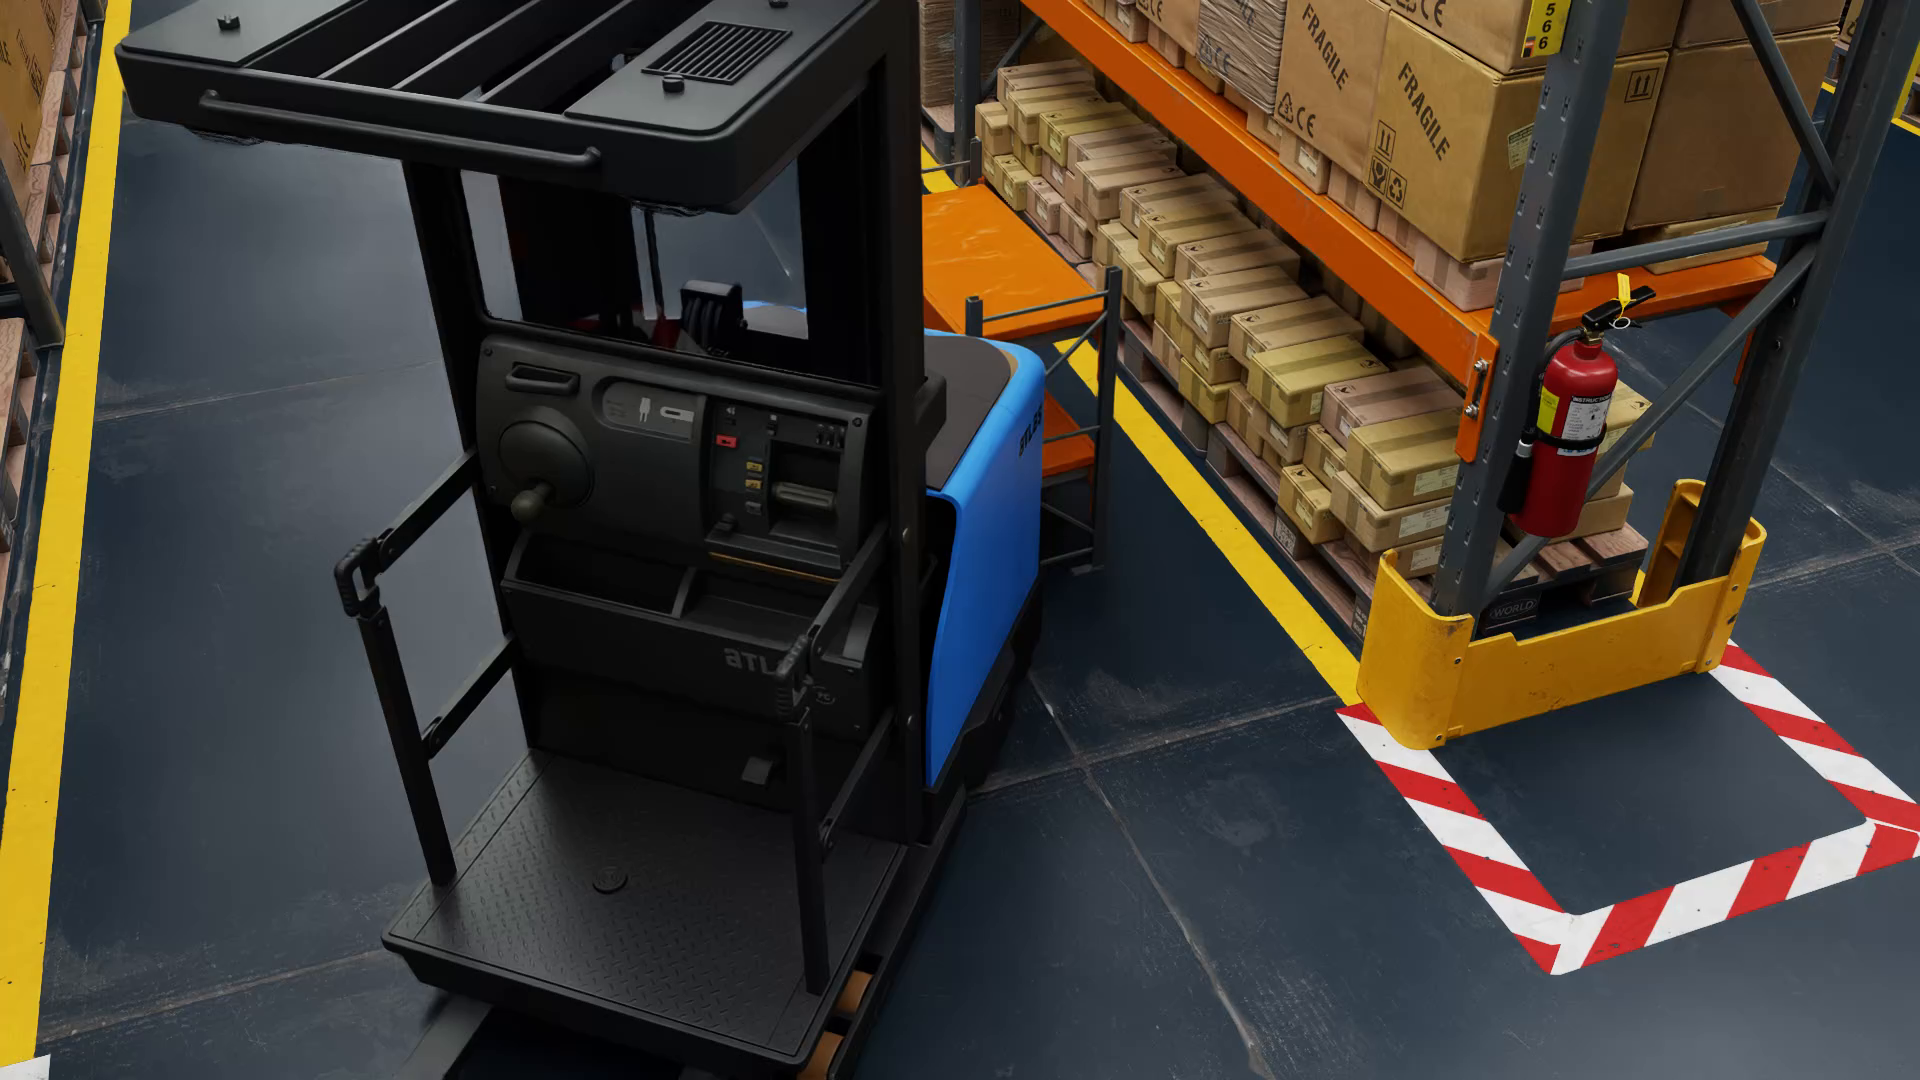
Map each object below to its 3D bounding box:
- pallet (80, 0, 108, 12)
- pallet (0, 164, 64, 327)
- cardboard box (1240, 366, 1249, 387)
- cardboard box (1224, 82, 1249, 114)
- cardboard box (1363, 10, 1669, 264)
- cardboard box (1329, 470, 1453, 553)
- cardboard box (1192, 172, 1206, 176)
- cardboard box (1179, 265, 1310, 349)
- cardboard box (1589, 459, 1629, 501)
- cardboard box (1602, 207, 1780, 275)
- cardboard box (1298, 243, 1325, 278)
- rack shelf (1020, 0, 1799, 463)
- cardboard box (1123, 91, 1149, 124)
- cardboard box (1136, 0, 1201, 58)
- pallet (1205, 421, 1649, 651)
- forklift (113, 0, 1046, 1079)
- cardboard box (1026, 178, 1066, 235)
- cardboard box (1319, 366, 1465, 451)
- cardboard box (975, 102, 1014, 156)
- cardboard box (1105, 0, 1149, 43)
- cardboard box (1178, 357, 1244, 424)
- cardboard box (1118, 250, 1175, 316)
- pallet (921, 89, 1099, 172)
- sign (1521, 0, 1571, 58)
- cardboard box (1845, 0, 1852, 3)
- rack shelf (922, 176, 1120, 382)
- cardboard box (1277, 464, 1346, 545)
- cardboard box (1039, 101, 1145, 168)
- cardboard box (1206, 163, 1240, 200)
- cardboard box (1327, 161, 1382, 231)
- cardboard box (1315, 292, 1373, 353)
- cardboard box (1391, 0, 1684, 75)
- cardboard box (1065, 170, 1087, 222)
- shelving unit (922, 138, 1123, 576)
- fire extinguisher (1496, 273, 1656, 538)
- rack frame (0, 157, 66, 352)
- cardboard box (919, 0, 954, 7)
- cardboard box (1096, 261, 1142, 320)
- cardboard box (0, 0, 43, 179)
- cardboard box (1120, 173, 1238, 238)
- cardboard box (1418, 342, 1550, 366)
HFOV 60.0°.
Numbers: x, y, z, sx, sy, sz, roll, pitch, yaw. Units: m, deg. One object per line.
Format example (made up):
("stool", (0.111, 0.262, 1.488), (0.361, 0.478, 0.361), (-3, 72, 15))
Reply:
("pallet", (-5.795, -3.504, 10.227), (1.003, 0.211, 1.213), (-12, 39, -16))
("pallet", (-4.488, -1.223, 7.198), (1.003, 0.211, 1.213), (-12, 39, -16))
("cardboard box", (1.212, -0.592, 5.816), (0.380, 0.149, 0.250), (-13, 39, -16))
("cardboard box", (1.100, -1.510, 5.471), (0.380, 0.149, 0.250), (-14, 39, -18))
("cardboard box", (1.442, -1.098, 4.385), (0.500, 0.500, 0.500), (-12, 39, -15))
("cardboard box", (1.389, -0.126, 5.197), (0.380, 0.149, 0.250), (-13, 39, -17))
("cardboard box", (1.182, -1.434, 6.934), (0.380, 0.149, 0.250), (-12, 38, -15))
("cardboard box", (1.003, -0.826, 5.879), (0.380, 0.149, 0.250), (-11, 38, -14))
("cardboard box", (1.899, -0.236, 5.343), (0.380, 0.149, 0.250), (-11, 38, -14))
("cardboard box", (2.034, -0.889, 4.647), (0.380, 0.149, 0.250), (-13, 39, -16))
("cardboard box", (1.505, -1.111, 6.258), (0.380, 0.149, 0.250), (-12, 39, -15))
("rack shelf", (1.150, -1.581, 5.954), (1.077, 0.370, 4.000), (-12, 39, -16))
("cardboard box", (0.954, -1.982, 7.414), (0.380, 0.149, 0.250), (-12, 39, -15))
("cardboard box", (0.924, -1.959, 5.527), (0.500, 0.500, 0.500), (-11, 38, -14))
("pallet", (1.566, -0.134, 5.753), (1.003, 0.211, 1.213), (-12, 39, -16))
("forklift", (-0.705, -0.113, 3.464), (1.130, 2.935, 3.031), (12, 39, 15))
("cardboard box", (0.511, -1.475, 7.236), (0.380, 0.149, 0.250), (-13, 39, -16))
("cardboard box", (1.385, -0.406, 5.322), (0.380, 0.149, 0.250), (-12, 39, -15))
("cardboard box", (0.286, -1.875, 7.520), (0.380, 0.149, 0.250), (-11, 38, -14))
("cardboard box", (0.751, -1.937, 6.037), (0.380, 0.149, 0.250), (-11, 38, -14))
("cardboard box", (1.024, -0.581, 6.049), (0.380, 0.149, 0.250), (-14, 39, -18))
("cardboard box", (0.826, -1.007, 6.367), (0.380, 0.149, 0.250), (-12, 39, -15))
("pallet", (0.192, -2.324, 8.660), (1.003, 0.211, 1.213), (-12, 39, -16))
("sign", (1.310, -1.224, 3.657), (0.100, 0.325, 0.005), (-12, 39, -16))
("cardboard box", (4.914, -3.645, 9.513), (1.225, 0.875, 0.875), (-12, 39, -16))
("rack shelf", (0.046, -0.818, 5.415), (0.538, 0.278, 1.000), (-15, 39, -19))
("cardboard box", (1.278, -0.146, 5.472), (0.380, 0.149, 0.250), (-11, 38, -15))
("cardboard box", (0.558, -1.727, 7.076), (0.380, 0.149, 0.250), (-13, 39, -17))
("cardboard box", (1.242, -1.546, 6.836), (0.380, 0.149, 0.250), (-14, 39, -18))
("cardboard box", (1.310, -1.051, 4.861), (0.380, 0.149, 0.250), (-13, 39, -16))
("cardboard box", (1.523, -0.820, 6.119), (0.380, 0.149, 0.250), (-14, 39, -18))
("cardboard box", (1.447, -1.504, 4.092), (0.500, 0.500, 0.500), (-13, 39, -17))
("cardboard box", (0.665, -1.468, 6.979), (0.380, 0.149, 0.250), (-14, 39, -18))
("shelving unit", (0.046, -0.584, 5.591), (0.538, 1.125, 1.048), (-15, 39, -19))
("fire extinguisher", (1.491, -0.321, 4.058), (0.296, 0.674, 0.183), (-12, 39, -16))
("rack frame", (-4.151, -1.917, 5.801), (1.000, 3.000, 0.127), (-12, 39, -16))
("cardboard box", (-0.032, -2.836, 8.127), (0.500, 0.250, 0.500), (-13, 39, -17))
("cardboard box", (0.770, -1.031, 6.646), (0.380, 0.149, 0.250), (-13, 39, -17))
("cardboard box", (-4.758, -2.078, 7.433), (0.875, 0.875, 0.875), (-11, 38, -15))
("cardboard box", (0.851, -1.287, 6.492), (0.380, 0.149, 0.250), (-14, 39, -18))
("cardboard box", (1.803, -0.672, 5.674), (0.380, 0.149, 0.250), (-13, 39, -16))
